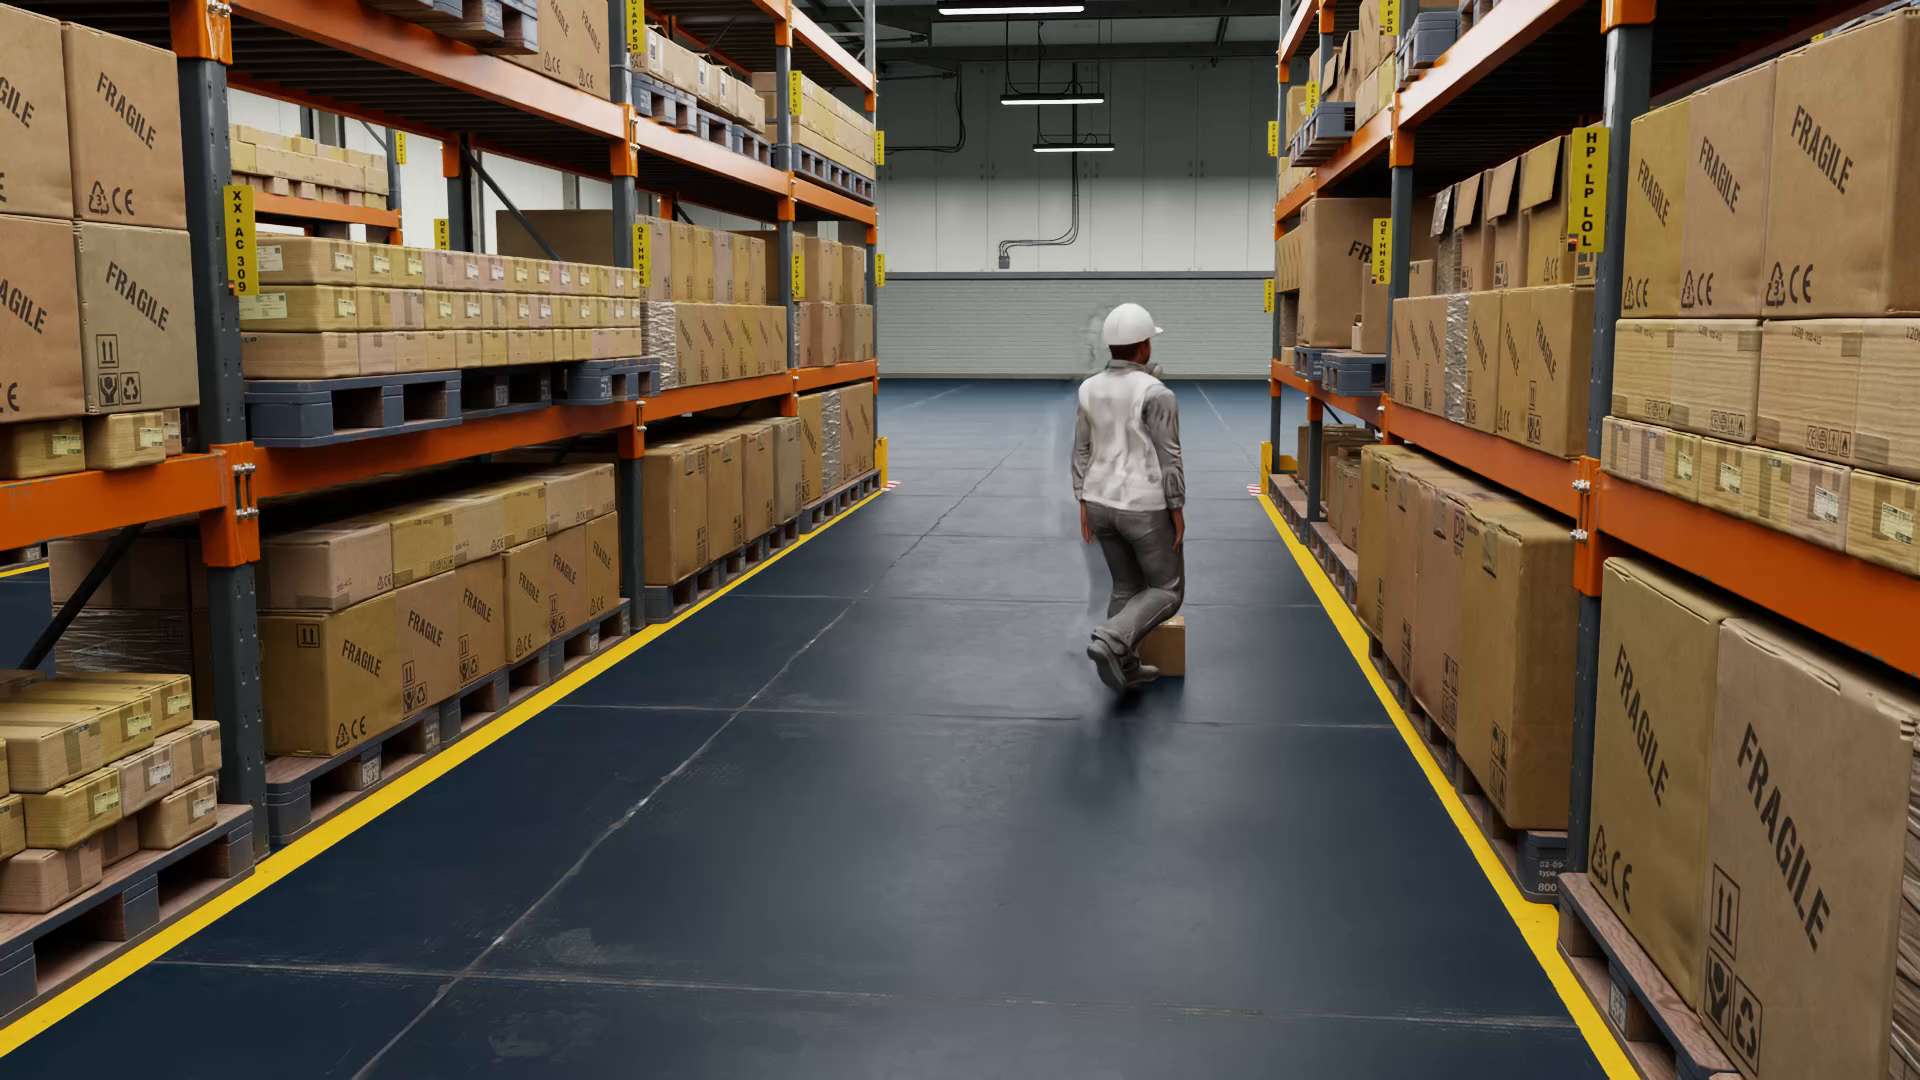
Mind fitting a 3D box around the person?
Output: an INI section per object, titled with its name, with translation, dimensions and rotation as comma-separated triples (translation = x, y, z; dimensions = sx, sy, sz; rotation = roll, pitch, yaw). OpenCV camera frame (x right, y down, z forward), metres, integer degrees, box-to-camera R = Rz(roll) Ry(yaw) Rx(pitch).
[person]
translation = 0.757, -0.163, 7.350
dimensions = 0.687, 1.746, 0.552
rotation = -7, 10, -43
